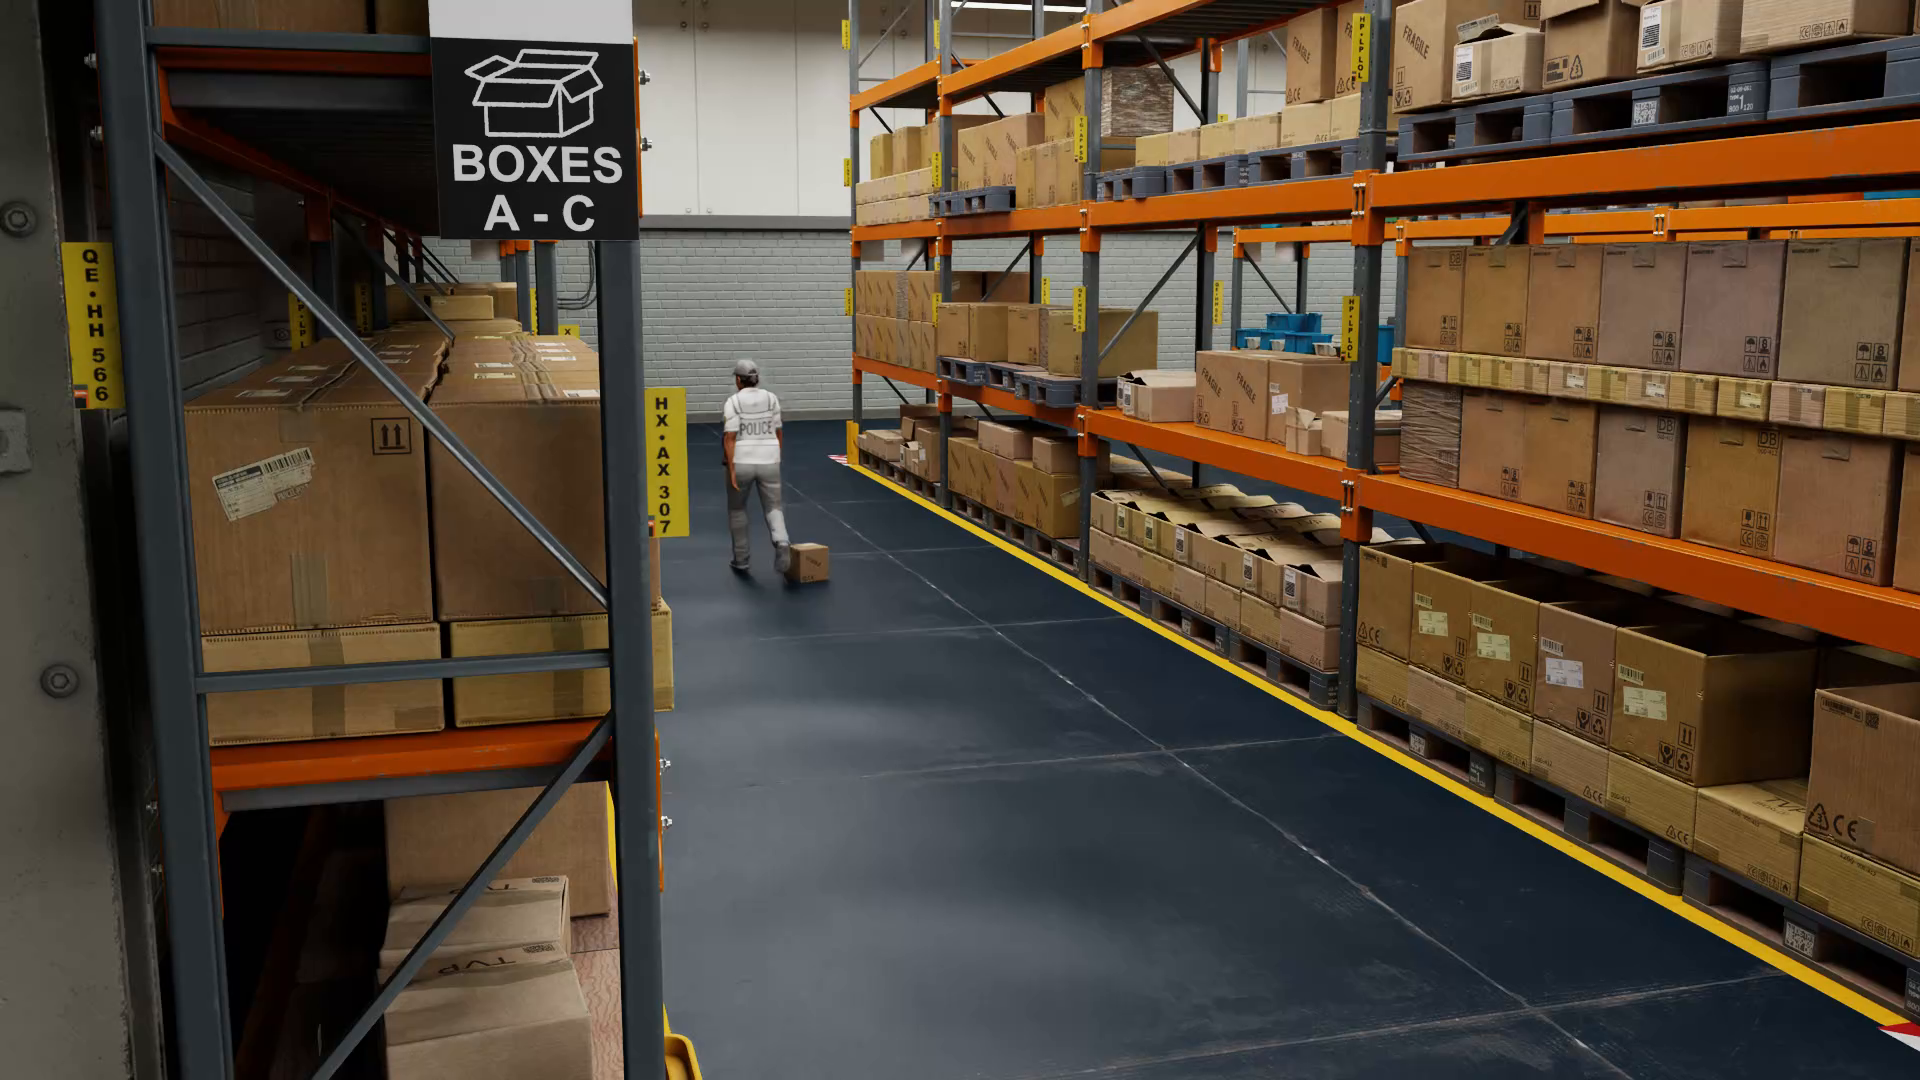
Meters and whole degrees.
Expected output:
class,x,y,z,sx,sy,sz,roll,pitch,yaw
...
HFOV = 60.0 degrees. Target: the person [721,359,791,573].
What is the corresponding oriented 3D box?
class,x,y,z,sx,sy,sz,roll,pitch,yaw
person,-1.559,-0.554,12.652,0.480,1.624,0.851,-3,10,-20
